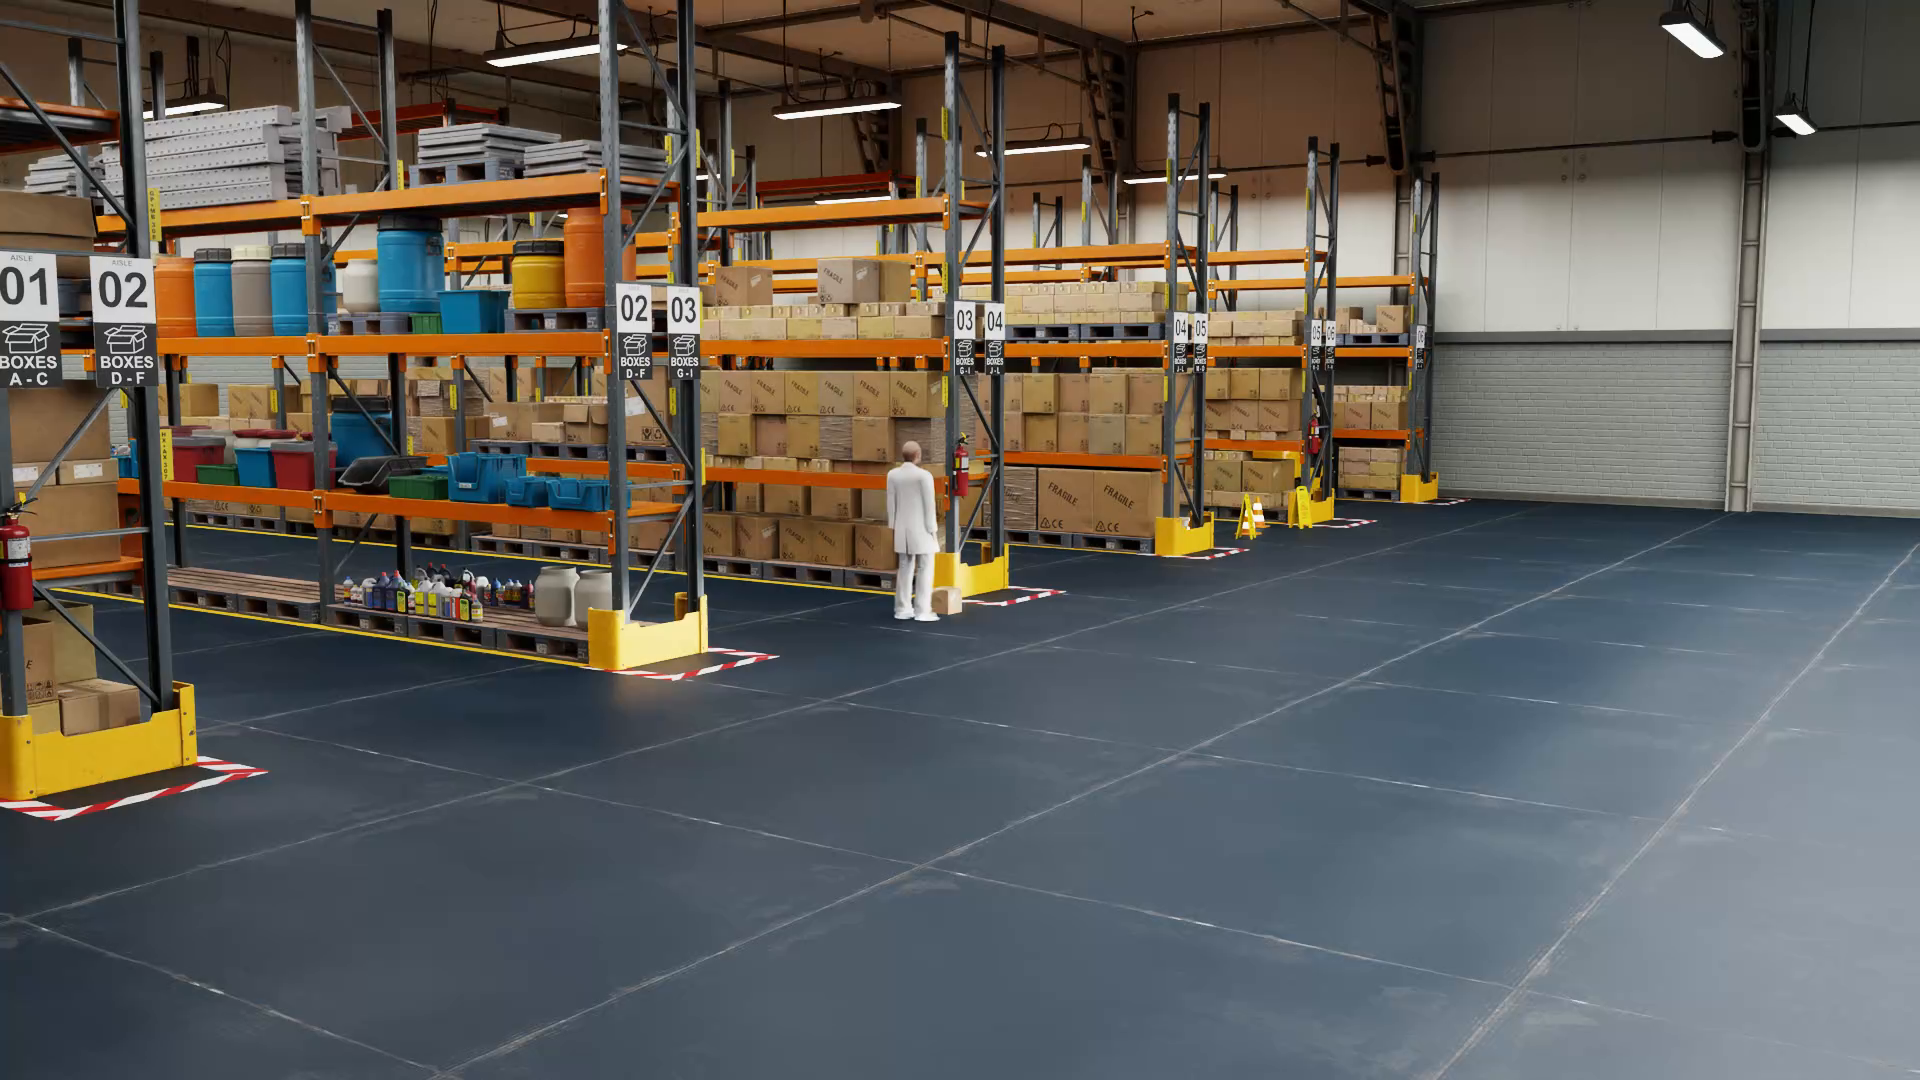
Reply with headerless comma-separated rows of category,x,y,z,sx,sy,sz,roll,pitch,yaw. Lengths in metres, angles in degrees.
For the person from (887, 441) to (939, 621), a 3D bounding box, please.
person,-0.460,-0.094,16.548,0.564,1.778,0.381,4,8,35
